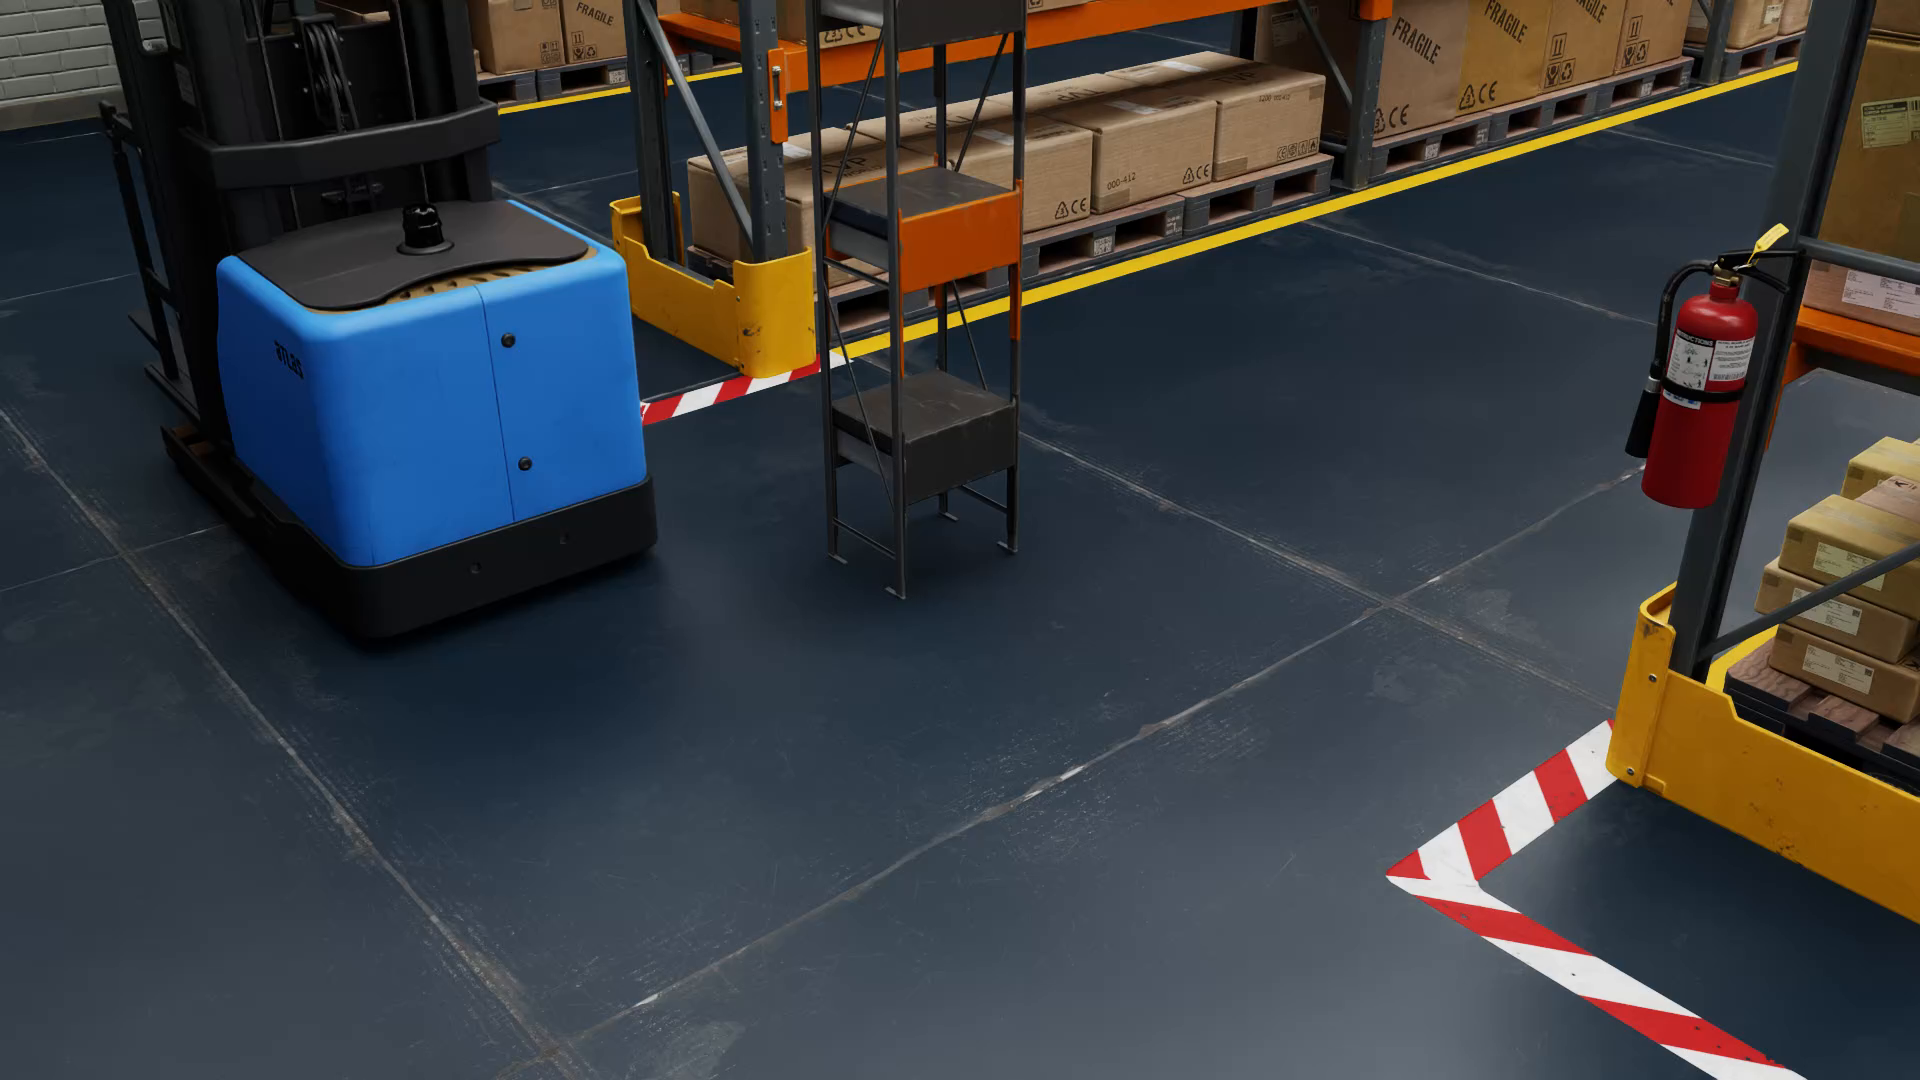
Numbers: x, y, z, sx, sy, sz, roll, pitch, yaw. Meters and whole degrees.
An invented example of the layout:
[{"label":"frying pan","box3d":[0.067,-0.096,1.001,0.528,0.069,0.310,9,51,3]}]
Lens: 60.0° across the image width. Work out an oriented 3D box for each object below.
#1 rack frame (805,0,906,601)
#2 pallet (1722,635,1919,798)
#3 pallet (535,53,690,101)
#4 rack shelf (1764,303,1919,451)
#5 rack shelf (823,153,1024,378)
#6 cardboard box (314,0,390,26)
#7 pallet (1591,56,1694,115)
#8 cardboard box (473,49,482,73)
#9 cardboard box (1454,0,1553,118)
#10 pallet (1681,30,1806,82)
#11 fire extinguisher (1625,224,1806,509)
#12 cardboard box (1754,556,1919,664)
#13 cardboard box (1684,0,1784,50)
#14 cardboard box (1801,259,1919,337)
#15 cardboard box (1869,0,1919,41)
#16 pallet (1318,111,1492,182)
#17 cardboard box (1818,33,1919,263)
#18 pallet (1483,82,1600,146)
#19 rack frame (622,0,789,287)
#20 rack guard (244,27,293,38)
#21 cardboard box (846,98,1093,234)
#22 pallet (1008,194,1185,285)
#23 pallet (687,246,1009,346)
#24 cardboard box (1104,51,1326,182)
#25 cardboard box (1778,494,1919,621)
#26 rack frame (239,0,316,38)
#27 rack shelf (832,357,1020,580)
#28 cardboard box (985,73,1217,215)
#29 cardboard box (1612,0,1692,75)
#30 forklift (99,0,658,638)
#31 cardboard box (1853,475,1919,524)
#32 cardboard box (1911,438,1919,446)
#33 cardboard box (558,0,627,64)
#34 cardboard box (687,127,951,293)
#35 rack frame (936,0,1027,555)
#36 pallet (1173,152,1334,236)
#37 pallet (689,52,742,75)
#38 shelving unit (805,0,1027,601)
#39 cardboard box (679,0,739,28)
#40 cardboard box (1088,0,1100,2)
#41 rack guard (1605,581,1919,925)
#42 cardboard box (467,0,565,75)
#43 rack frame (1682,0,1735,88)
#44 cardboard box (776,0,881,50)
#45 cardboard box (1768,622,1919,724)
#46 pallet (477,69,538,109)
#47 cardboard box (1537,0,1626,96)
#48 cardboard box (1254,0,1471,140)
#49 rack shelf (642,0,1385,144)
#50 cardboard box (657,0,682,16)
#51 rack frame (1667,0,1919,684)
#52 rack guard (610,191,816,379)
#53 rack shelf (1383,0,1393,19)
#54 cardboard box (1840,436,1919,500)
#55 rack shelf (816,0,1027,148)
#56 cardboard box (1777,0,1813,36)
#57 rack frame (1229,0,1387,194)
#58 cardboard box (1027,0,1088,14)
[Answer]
[{"label":"rack frame","box3d":[-0.312,-0.801,5.021,0.015,2.100,0.400,-22,35,-35]},{"label":"pallet","box3d":[2.902,0.454,4.676,1.213,0.211,1.003,-22,35,-35]},{"label":"pallet","box3d":[-2.720,-3.448,11.978,1.213,0.211,1.003,-22,35,-35]},{"label":"rack shelf","box3d":[3.725,-0.811,4.849,4.000,0.370,1.077,-22,35,-35]},{"label":"rack shelf","box3d":[-0.126,-0.863,5.167,0.480,0.518,0.431,-22,35,-35]},{"label":"cardboard box","box3d":[-3.784,-3.277,10.902,0.637,0.503,0.797,-24,36,-37]},{"label":"pallet","box3d":[4.351,-3.264,11.634,1.213,0.211,1.003,-22,35,-35]},{"label":"cardboard box","box3d":[-3.436,-3.236,11.202,0.250,0.149,0.380,-24,36,-37]},{"label":"cardboard box","box3d":[3.058,-3.230,10.420,0.875,0.875,0.875,-21,34,-34]},{"label":"pallet","box3d":[5.595,-3.717,12.481,1.213,0.211,1.003,-22,35,-35]},{"label":"fire extinguisher","box3d":[1.712,-0.406,3.806,0.183,0.674,0.296,-22,35,-35]},{"label":"cardboard box","box3d":[2.419,0.161,4.531,0.250,0.149,0.380,-23,36,-36]},{"label":"cardboard box","box3d":[5.436,-3.903,12.214,0.625,0.372,0.950,-25,37,-38]},{"label":"cardboard box","box3d":[2.268,-0.607,3.970,0.250,0.149,0.380,-22,35,-35]},{"label":"cardboard box","box3d":[2.390,-1.362,3.634,0.500,0.500,0.500,-23,36,-36]},{"label":"pallet","box3d":[2.494,-2.517,10.237,1.213,0.211,1.003,-22,35,-35]},{"label":"cardboard box","box3d":[2.378,-0.922,3.870,0.500,0.500,0.500,-21,35,-34]},{"label":"pallet","box3d":[3.423,-2.893,10.939,1.213,0.211,1.003,-22,35,-35]},{"label":"rack frame","box3d":[-1.087,-2.261,6.798,0.127,3.000,1.000,-22,35,-35]},{"label":"rack guard","box3d":[-4.253,-2.960,10.758,0.348,0.500,1.175,-22,35,-35]},{"label":"cardboard box","box3d":[0.041,-1.837,8.277,0.875,0.438,0.875,-21,34,-34]},{"label":"pallet","box3d":[0.398,-1.675,8.660,1.213,0.211,1.003,-22,35,-35]},{"label":"pallet","box3d":[-0.529,-1.303,7.965,1.213,0.211,1.003,-22,35,-35]},{"label":"cardboard box","box3d":[1.409,-2.386,9.305,0.875,0.438,0.875,-22,35,-36]},{"label":"cardboard box","box3d":[2.441,0.040,4.440,0.250,0.149,0.380,-21,35,-34]},{"label":"rack frame","box3d":[-4.311,-4.039,10.126,0.127,3.000,1.000,-22,35,-35]},{"label":"rack shelf","box3d":[-0.126,-0.246,5.497,0.480,0.518,0.431,-22,35,-35]},{"label":"cardboard box","box3d":[0.728,-2.112,8.792,0.875,0.438,0.875,-23,36,-36]},{"label":"cardboard box","box3d":[4.420,-3.775,11.439,0.875,0.875,0.875,-22,35,-35]},{"label":"forklift","box3d":[-2.337,-1.621,5.673,1.130,2.935,3.031,-21,35,-34]},{"label":"cardboard box","box3d":[2.670,-0.016,4.545,0.250,0.149,0.380,-21,35,-34]},{"label":"cardboard box","box3d":[3.022,-0.197,4.885,0.250,0.149,0.380,-24,36,-37]},{"label":"cardboard box","box3d":[-2.642,-3.649,11.601,0.500,0.500,0.500,-21,35,-34]},{"label":"cardboard box","box3d":[-0.649,-1.554,7.747,0.875,0.438,0.875,-23,36,-37]},{"label":"rack frame","box3d":[0.060,-0.950,5.300,0.015,2.100,0.400,-22,35,-35]},{"label":"pallet","box3d":[1.327,-2.050,9.362,1.213,0.211,1.003,-22,35,-35]},{"label":"pallet","box3d":[-1.791,-3.823,12.680,1.213,0.211,1.003,-22,35,-35]},{"label":"shelving unit","box3d":[-0.126,-0.875,5.160,0.503,2.100,0.431,-22,35,-35]},{"label":"cardboard box","box3d":[-0.892,-2.547,7.228,0.500,0.500,0.500,-22,35,-35]},{"label":"cardboard box","box3d":[0.600,-2.822,7.741,0.500,0.500,0.500,-21,34,-33]},{"label":"rack guard","box3d":[2.261,0.563,4.167,0.348,0.500,1.175,-22,35,-35]},{"label":"cardboard box","box3d":[-3.109,-3.523,11.366,0.500,0.500,0.700,-20,34,-33]},{"label":"rack frame","box3d":[4.999,-4.708,11.377,0.127,3.000,1.000,-22,35,-35]},{"label":"cardboard box","box3d":[-0.535,-2.349,6.856,0.500,0.500,0.500,-22,35,-35]},{"label":"cardboard box","box3d":[2.468,0.320,4.548,0.250,0.149,0.380,-21,35,-34]},{"label":"pallet","box3d":[-3.647,-3.077,11.284,1.213,0.211,1.003,-22,35,-35]},{"label":"cardboard box","box3d":[3.739,-3.503,10.931,0.875,0.875,0.875,-21,35,-34]},{"label":"cardboard box","box3d":[2.376,-2.951,9.898,0.875,0.875,0.875,-21,34,-33]},{"label":"rack shelf","box3d":[0.435,-2.555,8.112,4.000,0.370,1.077,-22,35,-35]},{"label":"cardboard box","box3d":[-2.319,-3.840,11.960,0.500,0.500,0.700,-23,36,-37]},{"label":"rack frame","box3d":[2.203,-0.517,3.534,0.127,3.000,1.000,-22,35,-35]},{"label":"rack guard","box3d":[-1.105,-1.151,7.373,0.348,0.500,1.175,-22,35,-35]},{"label":"rack shelf","box3d":[3.478,-3.779,10.402,4.000,0.370,1.077,-22,35,-35]},{"label":"cardboard box","box3d":[2.784,-0.141,4.779,0.250,0.149,0.380,-23,36,-36]},{"label":"rack shelf","box3d":[-0.126,-1.481,4.837,0.480,0.518,0.431,-22,35,-35]},{"label":"cardboard box","box3d":[5.992,-4.132,12.642,0.625,0.372,0.950,-23,36,-36]},{"label":"rack frame","box3d":[1.956,-3.484,9.087,0.127,3.000,1.000,-22,35,-35]},{"label":"cardboard box","box3d":[0.230,-2.662,7.444,0.500,0.500,0.500,-22,35,-35]}]
